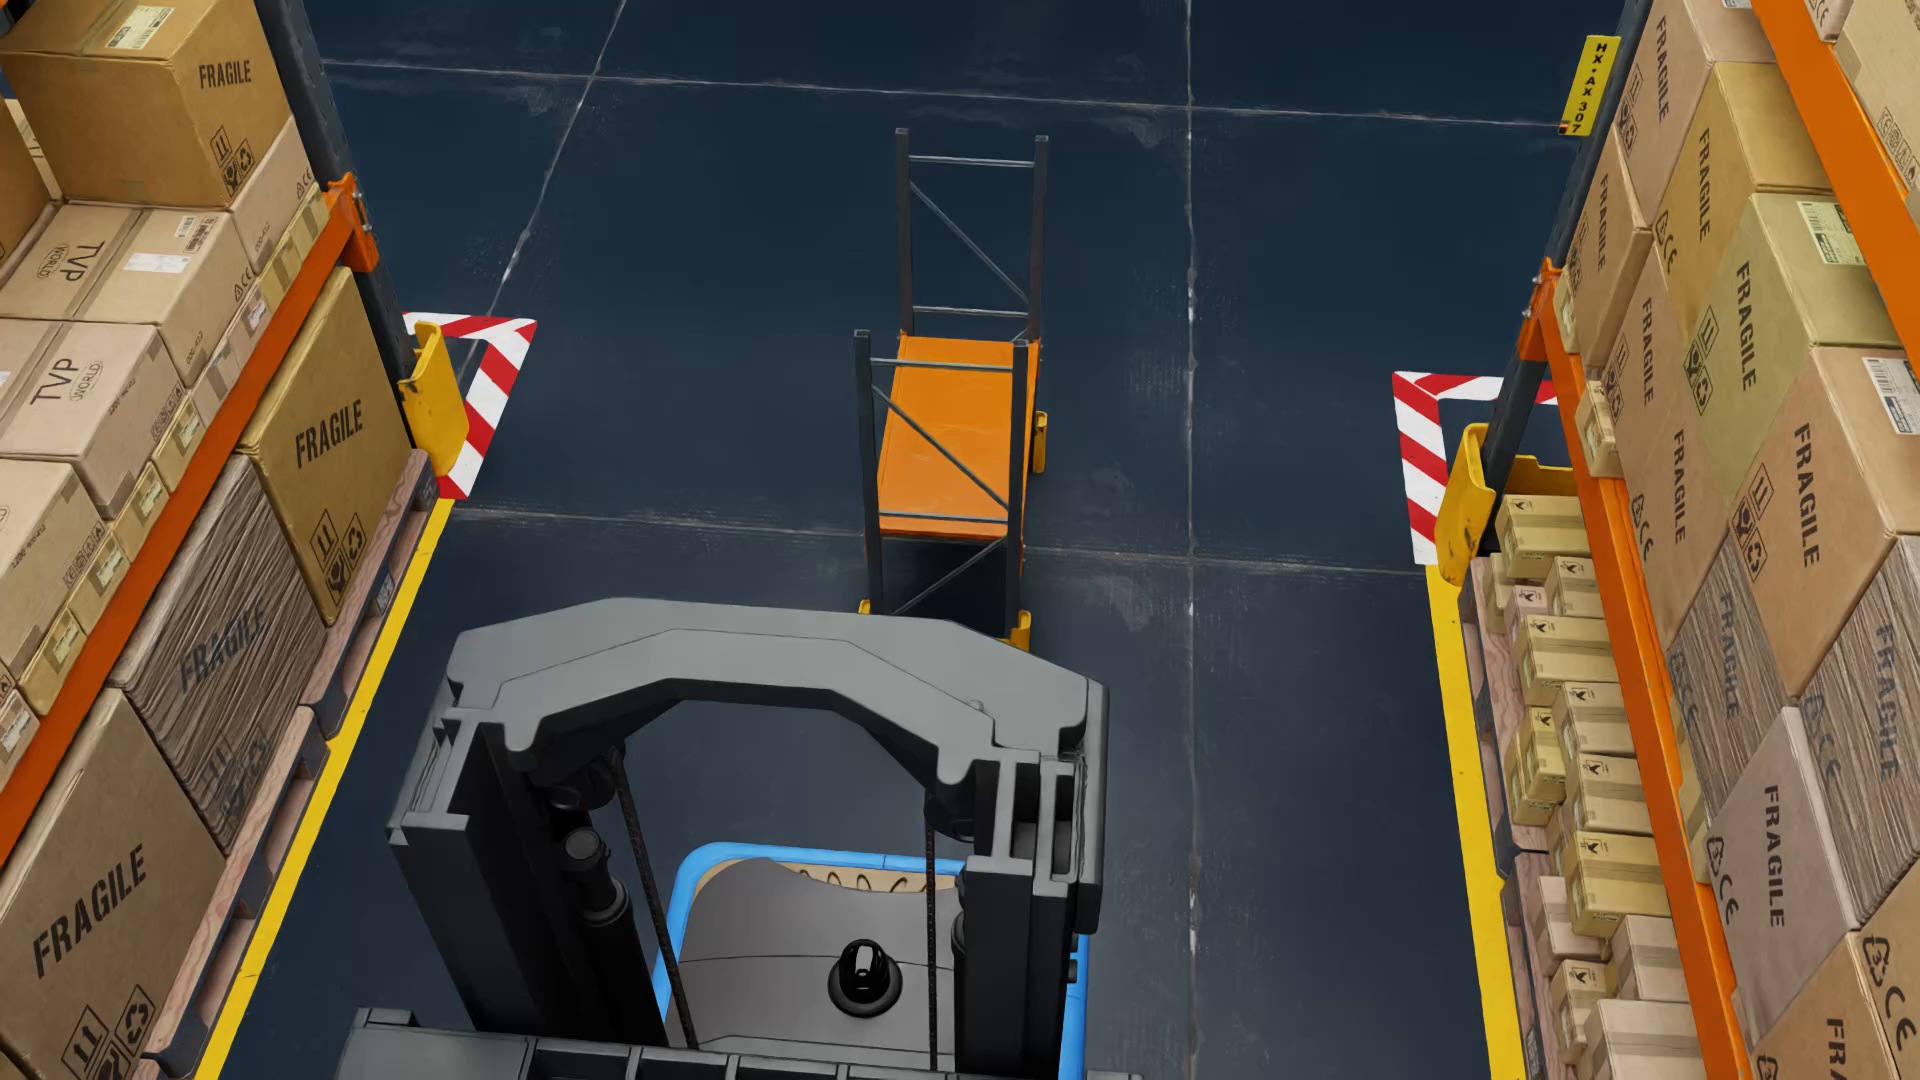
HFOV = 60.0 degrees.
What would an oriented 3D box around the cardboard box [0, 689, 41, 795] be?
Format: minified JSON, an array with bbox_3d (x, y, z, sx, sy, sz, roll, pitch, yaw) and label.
[{"bbox_3d":[-2.447,0.480,3.949,0.380,0.149,0.250,4,48,4],"label":"cardboard box"}]

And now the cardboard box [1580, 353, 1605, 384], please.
[{"bbox_3d":[2.034,-0.499,4.843,0.380,0.149,0.250,5,48,5],"label":"cardboard box"}]

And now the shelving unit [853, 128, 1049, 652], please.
[{"bbox_3d":[-0.007,-0.450,5.645,0.587,1.500,1.083,4,48,4],"label":"shelving unit"}]

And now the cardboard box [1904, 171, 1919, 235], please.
[{"bbox_3d":[1.932,-0.494,2.738,0.500,0.250,0.500,4,48,3],"label":"cardboard box"}]

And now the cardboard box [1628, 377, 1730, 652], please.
[{"bbox_3d":[1.975,-0.058,4.001,0.500,0.500,0.500,4,48,4],"label":"cardboard box"}]

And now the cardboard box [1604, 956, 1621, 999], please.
[{"bbox_3d":[1.974,1.264,4.507,0.380,0.149,0.250,6,48,5],"label":"cardboard box"}]

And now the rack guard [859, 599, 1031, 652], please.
[{"bbox_3d":[-0.052,0.338,5.772,0.587,0.250,0.087,4,48,4],"label":"rack guard"}]

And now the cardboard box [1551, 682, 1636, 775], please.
[{"bbox_3d":[1.989,0.568,4.942,0.380,0.149,0.250,2,48,2],"label":"cardboard box"}]

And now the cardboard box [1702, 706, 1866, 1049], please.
[{"bbox_3d":[1.865,0.695,3.313,0.500,0.500,0.500,4,48,3],"label":"cardboard box"}]

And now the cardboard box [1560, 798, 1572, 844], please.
[{"bbox_3d":[1.992,0.864,4.872,0.380,0.149,0.250,2,48,2],"label":"cardboard box"}]

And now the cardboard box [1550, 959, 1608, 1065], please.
[{"bbox_3d":[1.877,1.332,4.646,0.380,0.149,0.250,4,48,4],"label":"cardboard box"}]

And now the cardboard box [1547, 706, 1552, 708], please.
[{"bbox_3d":[2.053,0.482,5.222,0.380,0.149,0.250,4,48,4],"label":"cardboard box"}]

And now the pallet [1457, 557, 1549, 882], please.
[{"bbox_3d":[2.255,0.602,5.556,1.003,0.211,1.213,4,48,4],"label":"pallet"}]

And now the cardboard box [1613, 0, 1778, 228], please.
[{"bbox_3d":[2.066,-1.149,4.321,0.500,0.500,0.500,4,48,3],"label":"cardboard box"}]

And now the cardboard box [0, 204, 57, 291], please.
[{"bbox_3d":[-2.912,-0.730,4.785,0.500,0.250,0.500,3,48,3],"label":"cardboard box"}]

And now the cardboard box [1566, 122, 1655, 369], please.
[{"bbox_3d":[2.055,-0.812,4.691,0.500,0.500,0.500,6,48,5],"label":"cardboard box"}]

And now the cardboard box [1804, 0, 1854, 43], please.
[{"bbox_3d":[2.024,-1.252,3.431,0.500,0.250,0.500,5,48,5],"label":"cardboard box"}]

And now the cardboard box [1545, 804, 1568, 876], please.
[{"bbox_3d":[1.986,0.950,4.996,0.380,0.149,0.250,4,48,4],"label":"cardboard box"}]

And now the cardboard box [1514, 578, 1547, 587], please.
[{"bbox_3d":[2.068,0.099,5.573,0.380,0.149,0.250,6,48,5],"label":"cardboard box"}]

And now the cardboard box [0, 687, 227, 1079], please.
[{"bbox_3d":[-2.701,0.977,4.479,0.875,0.875,0.875,4,48,4],"label":"cardboard box"}]

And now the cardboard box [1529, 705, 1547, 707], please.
[{"bbox_3d":[2.047,0.575,5.338,0.380,0.149,0.250,4,48,4],"label":"cardboard box"}]

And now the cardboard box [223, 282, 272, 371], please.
[{"bbox_3d":[-2.309,-0.652,4.984,0.380,0.149,0.250,4,48,4],"label":"cardboard box"}]

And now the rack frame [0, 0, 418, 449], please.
[{"bbox_3d":[-2.559,-1.397,5.495,1.000,3.000,0.127,4,48,4],"label":"rack frame"}]

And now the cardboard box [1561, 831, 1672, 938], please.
[{"bbox_3d":[1.885,0.961,4.582,0.380,0.149,0.250,5,48,4],"label":"cardboard box"}]

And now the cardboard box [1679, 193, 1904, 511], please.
[{"bbox_3d":[1.957,-0.397,3.633,0.500,0.500,0.500,3,48,3],"label":"cardboard box"}]

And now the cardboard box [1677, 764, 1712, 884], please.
[{"bbox_3d":[1.871,0.656,3.788,0.380,0.149,0.250,5,48,4],"label":"cardboard box"}]

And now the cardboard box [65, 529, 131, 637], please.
[{"bbox_3d":[-2.403,0.095,4.301,0.380,0.149,0.250,5,48,4],"label":"cardboard box"}]

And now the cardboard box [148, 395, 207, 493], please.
[{"bbox_3d":[-2.355,-0.278,4.642,0.380,0.149,0.250,3,48,3],"label":"cardboard box"}]

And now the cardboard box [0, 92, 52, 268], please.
[{"bbox_3d":[-2.917,-0.998,4.522,0.500,0.500,0.500,3,48,3],"label":"cardboard box"}]

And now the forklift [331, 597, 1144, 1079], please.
[{"bbox_3d":[-0.319,1.596,2.804,1.130,2.935,3.031,4,48,4],"label":"forklift"}]

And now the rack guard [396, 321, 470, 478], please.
[{"bbox_3d":[-2.556,-0.571,6.433,1.175,0.500,0.348,4,48,4],"label":"rack guard"}]

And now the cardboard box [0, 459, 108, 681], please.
[{"bbox_3d":[-2.475,0.057,4.065,0.500,0.250,0.500,4,48,4],"label":"cardboard box"}]

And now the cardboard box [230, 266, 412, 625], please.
[{"bbox_3d":[-2.537,-0.346,5.689,0.875,0.875,0.875,4,48,4],"label":"cardboard box"}]

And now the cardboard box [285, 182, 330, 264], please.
[{"bbox_3d":[-2.263,-1.028,5.328,0.380,0.149,0.250,5,48,4],"label":"cardboard box"}]

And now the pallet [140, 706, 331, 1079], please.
[{"bbox_3d":[-2.667,1.031,5.164,1.003,0.211,1.213,4,48,4],"label":"pallet"}]

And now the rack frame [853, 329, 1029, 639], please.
[{"bbox_3d":[-0.054,-0.070,5.298,0.500,1.500,0.032,4,48,4],"label":"rack frame"}]

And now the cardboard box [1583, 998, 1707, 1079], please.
[{"bbox_3d":[1.826,1.327,4.247,0.380,0.149,0.250,2,48,2],"label":"cardboard box"}]

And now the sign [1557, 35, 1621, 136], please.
[{"bbox_3d":[1.831,-1.318,4.836,0.100,0.325,0.005,4,48,4],"label":"sign"}]

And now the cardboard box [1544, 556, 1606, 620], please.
[{"bbox_3d":[2.080,0.203,5.276,0.380,0.149,0.250,5,48,4],"label":"cardboard box"}]

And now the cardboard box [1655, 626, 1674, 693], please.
[{"bbox_3d":[1.969,0.272,4.138,0.380,0.149,0.250,3,48,3],"label":"cardboard box"}]

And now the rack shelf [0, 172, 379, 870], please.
[{"bbox_3d":[-2.741,0.315,4.416,1.077,0.370,4.000,4,48,4],"label":"rack shelf"}]

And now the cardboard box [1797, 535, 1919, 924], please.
[{"bbox_3d":[1.883,0.360,2.941,0.500,0.500,0.500,5,48,5],"label":"cardboard box"}]

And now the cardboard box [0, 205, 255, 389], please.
[{"bbox_3d":[-2.385,-0.700,4.758,0.500,0.250,0.500,3,48,3],"label":"cardboard box"}]
